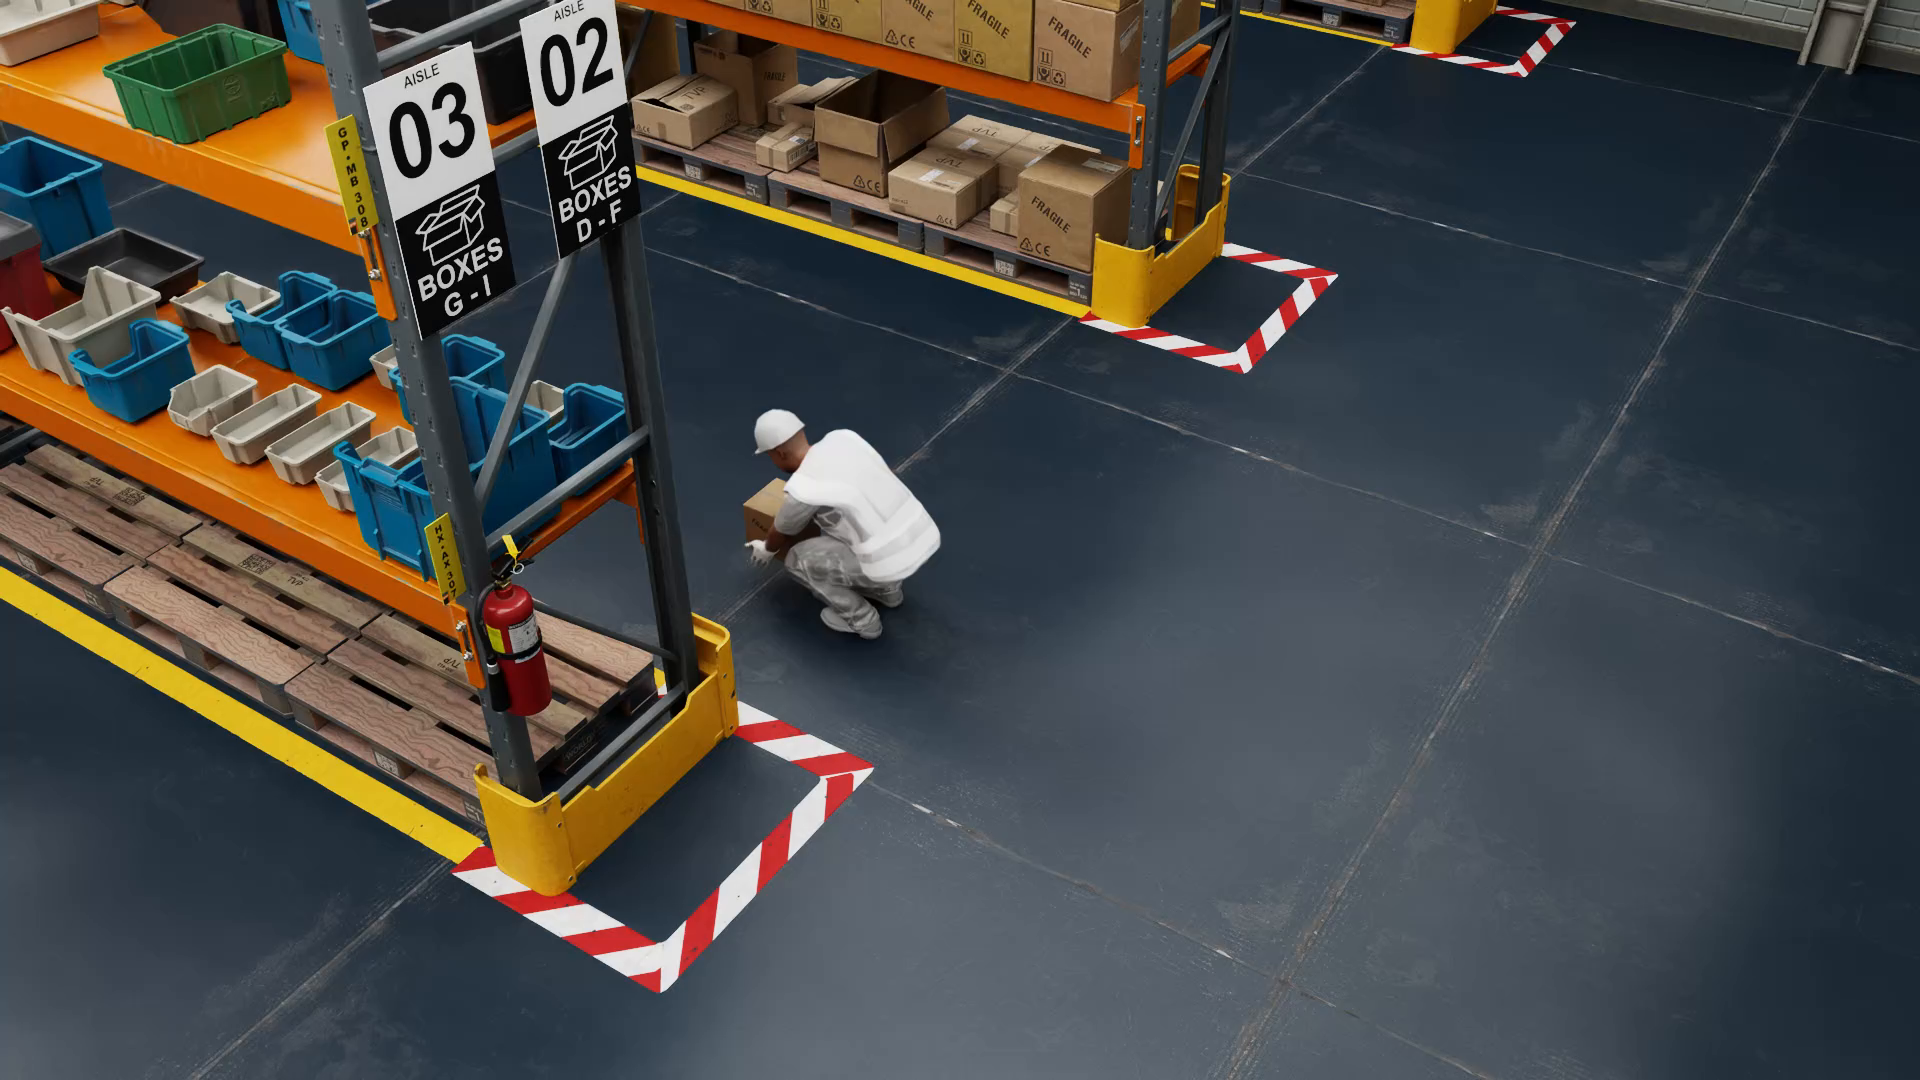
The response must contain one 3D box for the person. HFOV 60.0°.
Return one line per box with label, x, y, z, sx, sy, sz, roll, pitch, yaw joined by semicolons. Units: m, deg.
person;-0.551;-0.094;7.430;0.906;0.997;0.559;21;43;24
